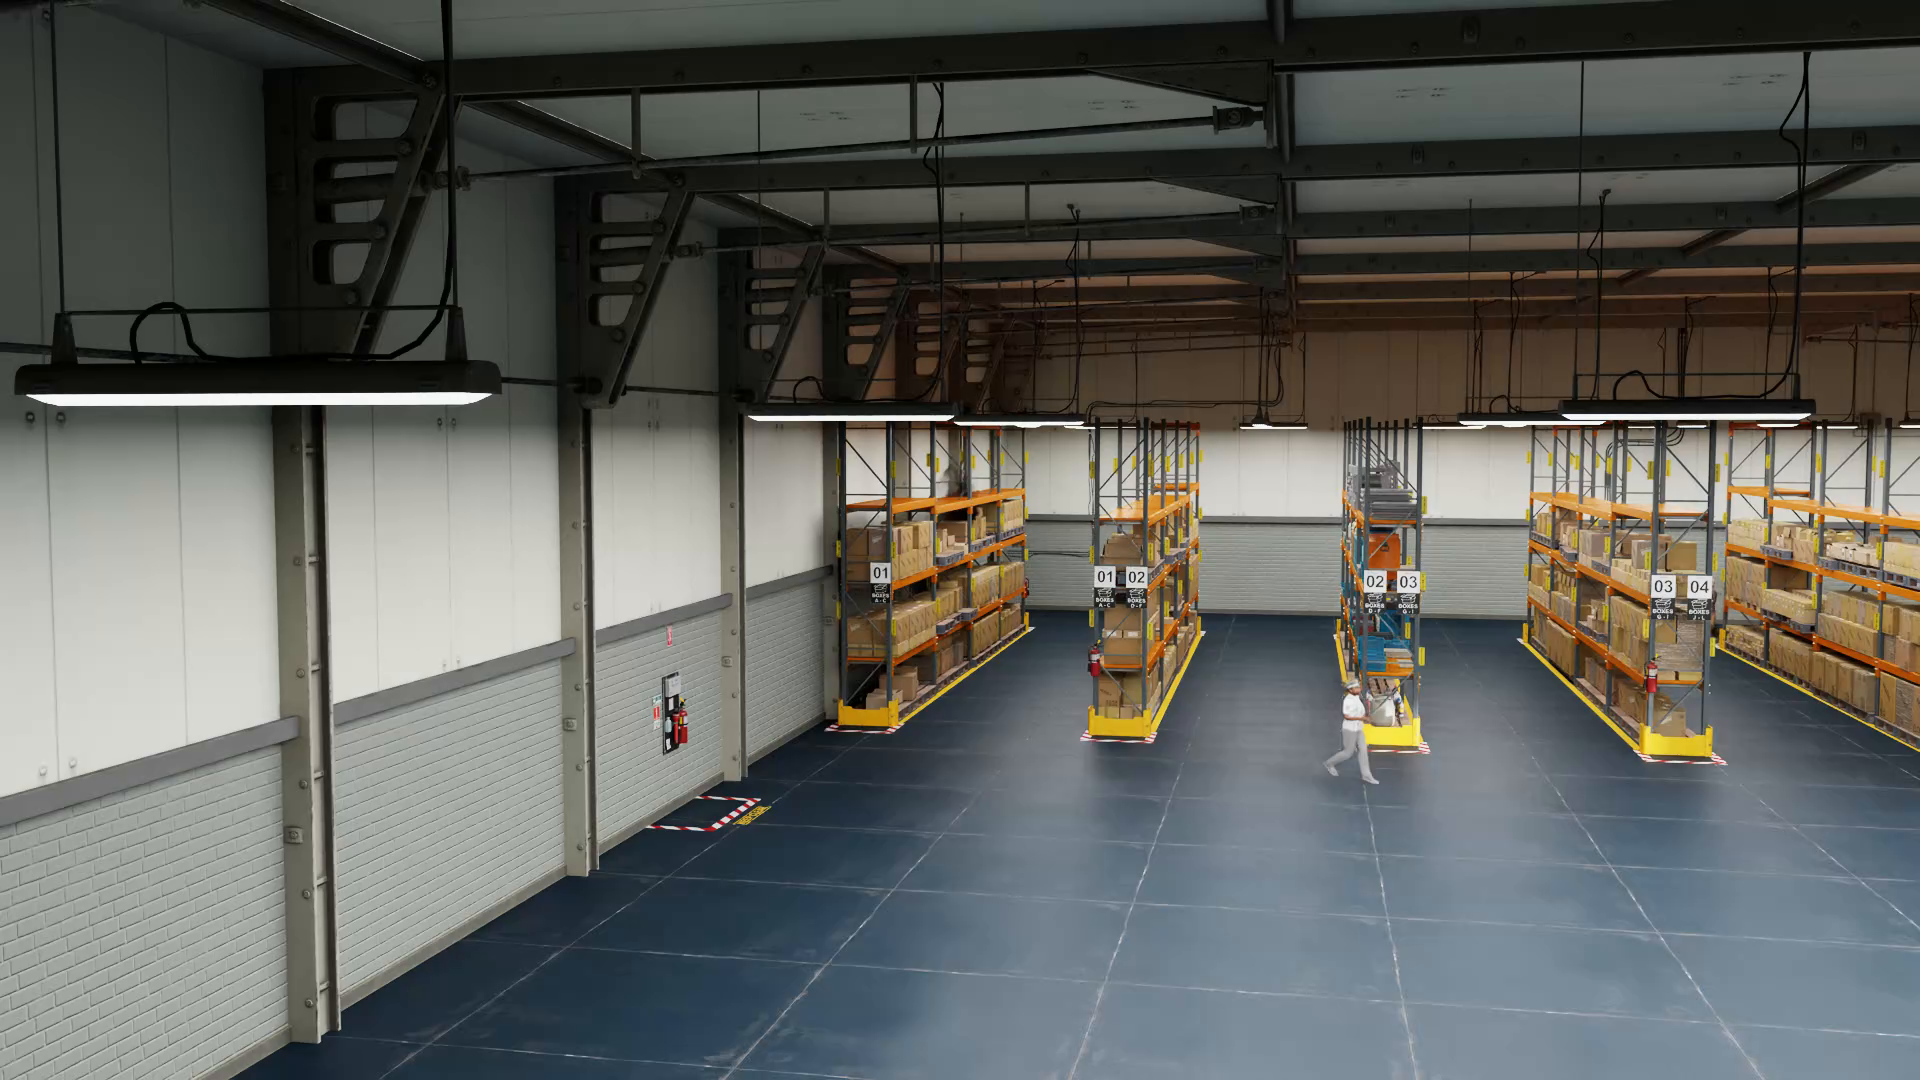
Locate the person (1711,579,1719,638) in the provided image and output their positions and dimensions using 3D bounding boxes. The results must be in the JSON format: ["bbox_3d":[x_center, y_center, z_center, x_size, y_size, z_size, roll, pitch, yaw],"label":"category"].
[{"bbox_3d":[20.266,1.926,45.022,0.920,1.784,0.714,-1,4,-9],"label":"person"}]

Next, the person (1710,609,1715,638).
[{"bbox_3d":[18.290,2.254,40.975,0.609,1.692,0.835,1,4,16],"label":"person"}]

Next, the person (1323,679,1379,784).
[{"bbox_3d":[6.392,3.100,27.109,0.923,1.698,0.579,3,5,36],"label":"person"}]
